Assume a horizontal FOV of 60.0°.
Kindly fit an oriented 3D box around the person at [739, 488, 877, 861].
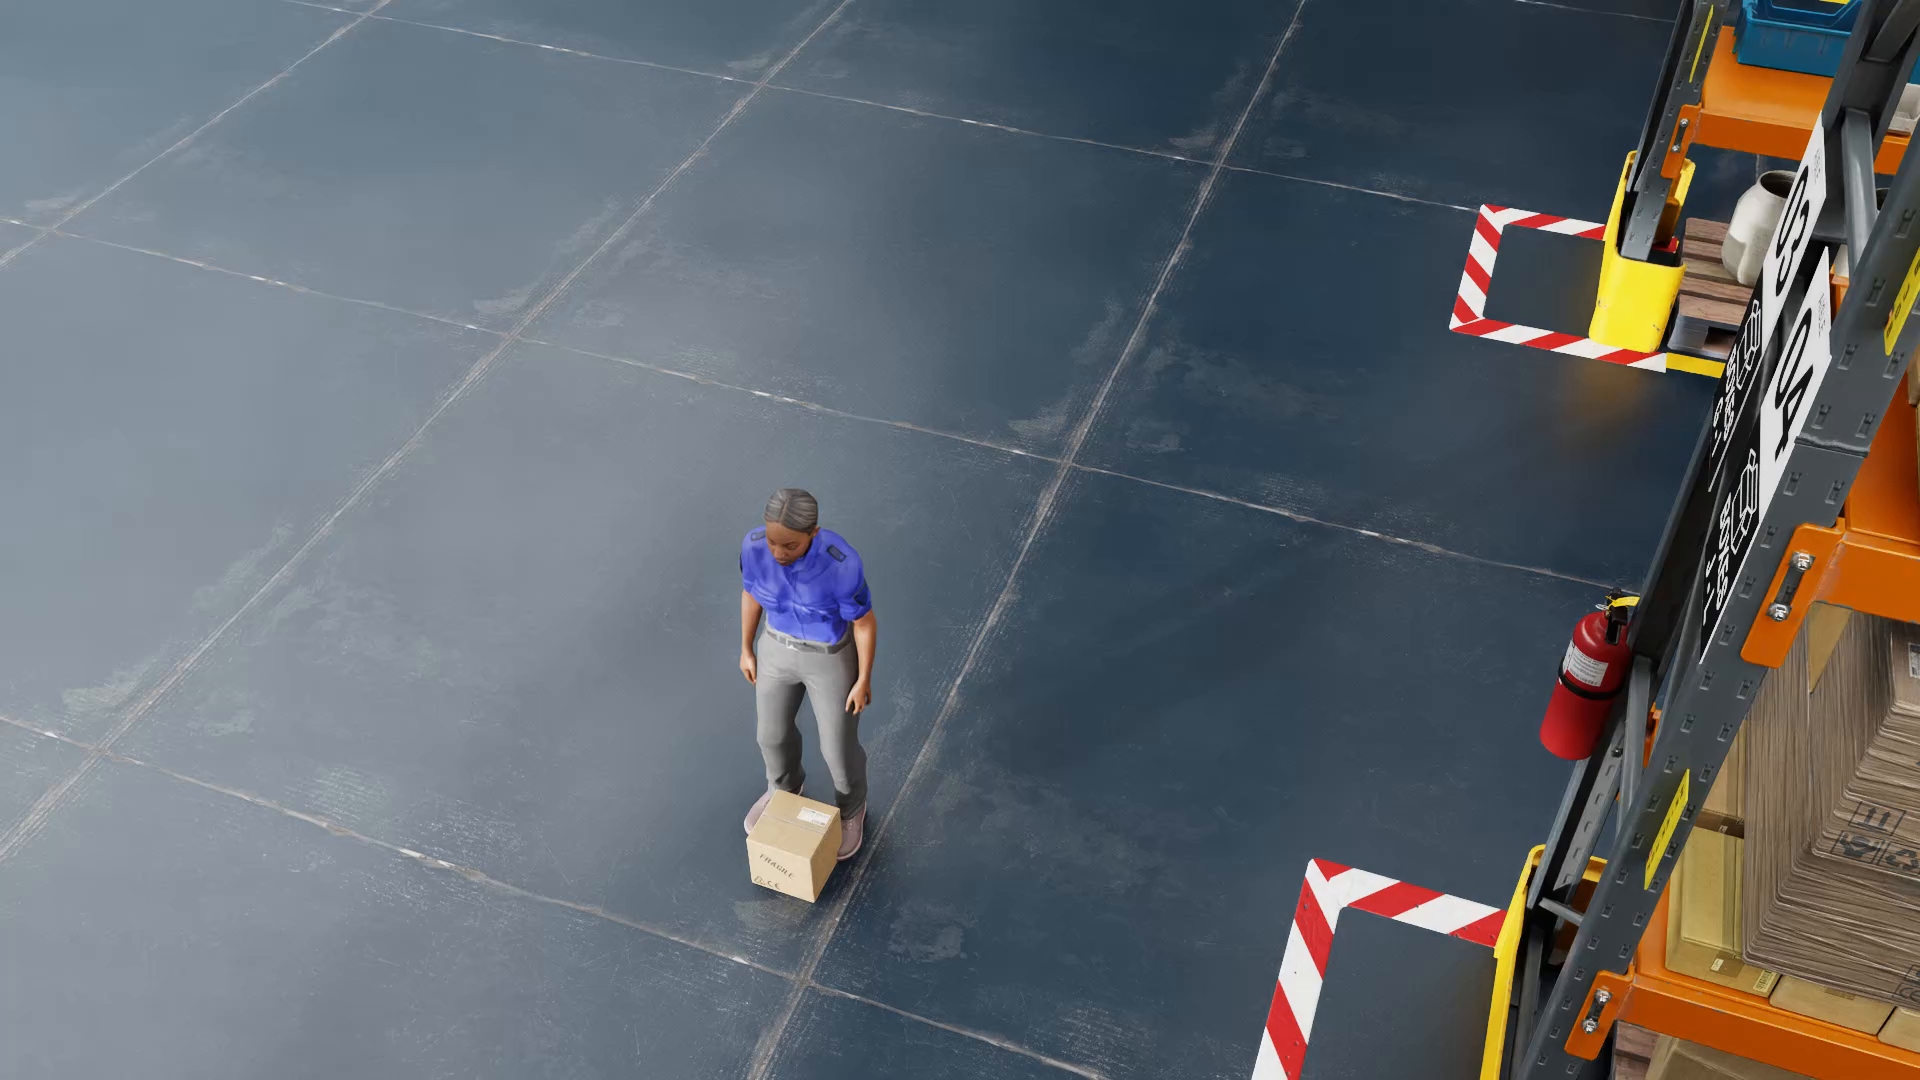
[{"bbox_3d":[-0.527,0.425,5.688,0.503,1.654,0.349,13,43,15],"label":"person"}]
